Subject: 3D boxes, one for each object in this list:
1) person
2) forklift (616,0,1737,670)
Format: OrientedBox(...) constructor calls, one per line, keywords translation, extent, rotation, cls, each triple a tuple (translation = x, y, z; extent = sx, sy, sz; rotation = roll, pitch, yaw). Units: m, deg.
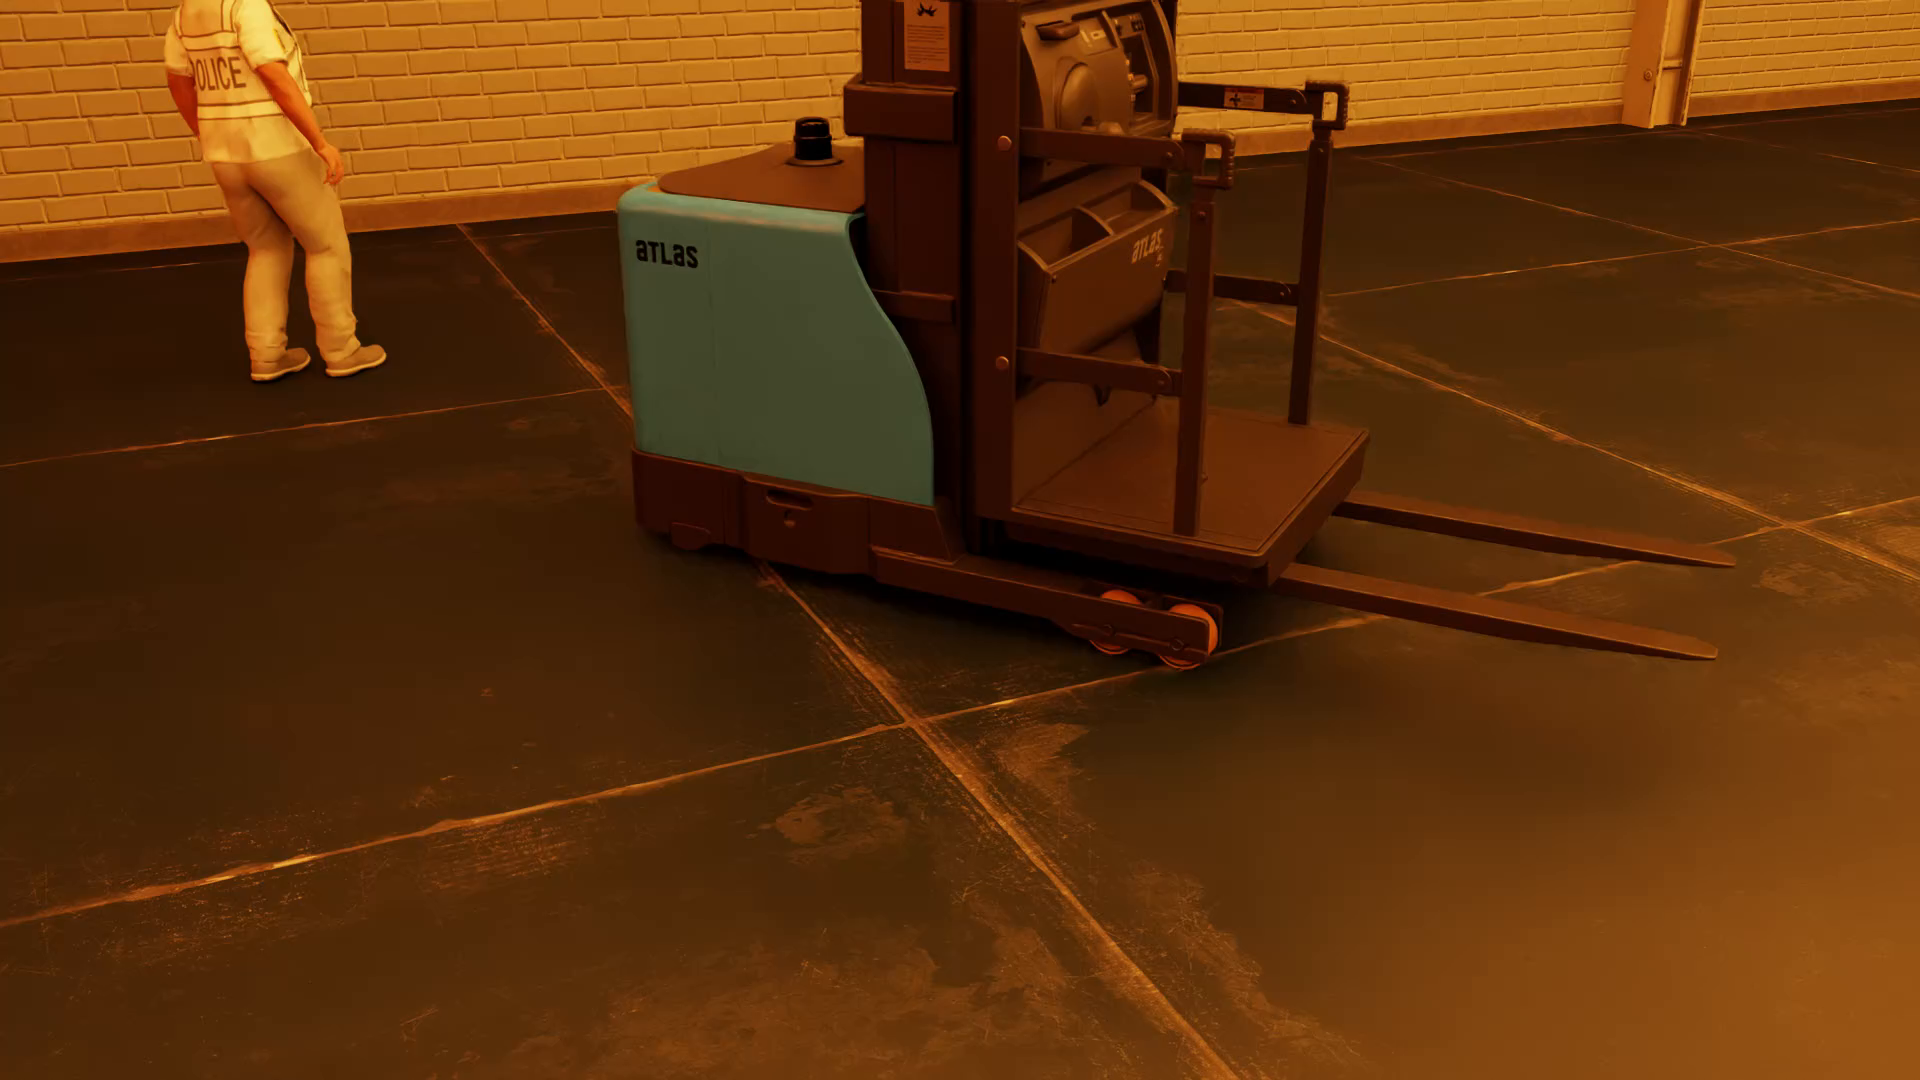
OrientedBox(translation=(-2.645, -1.497, 6.439), extent=(0.739, 1.742, 0.515), rotation=(10, 24, 22), cls="person")
OrientedBox(translation=(0.560, -1.251, 4.297), extent=(3.031, 2.935, 1.130), rotation=(11, 25, 25), cls="forklift")
